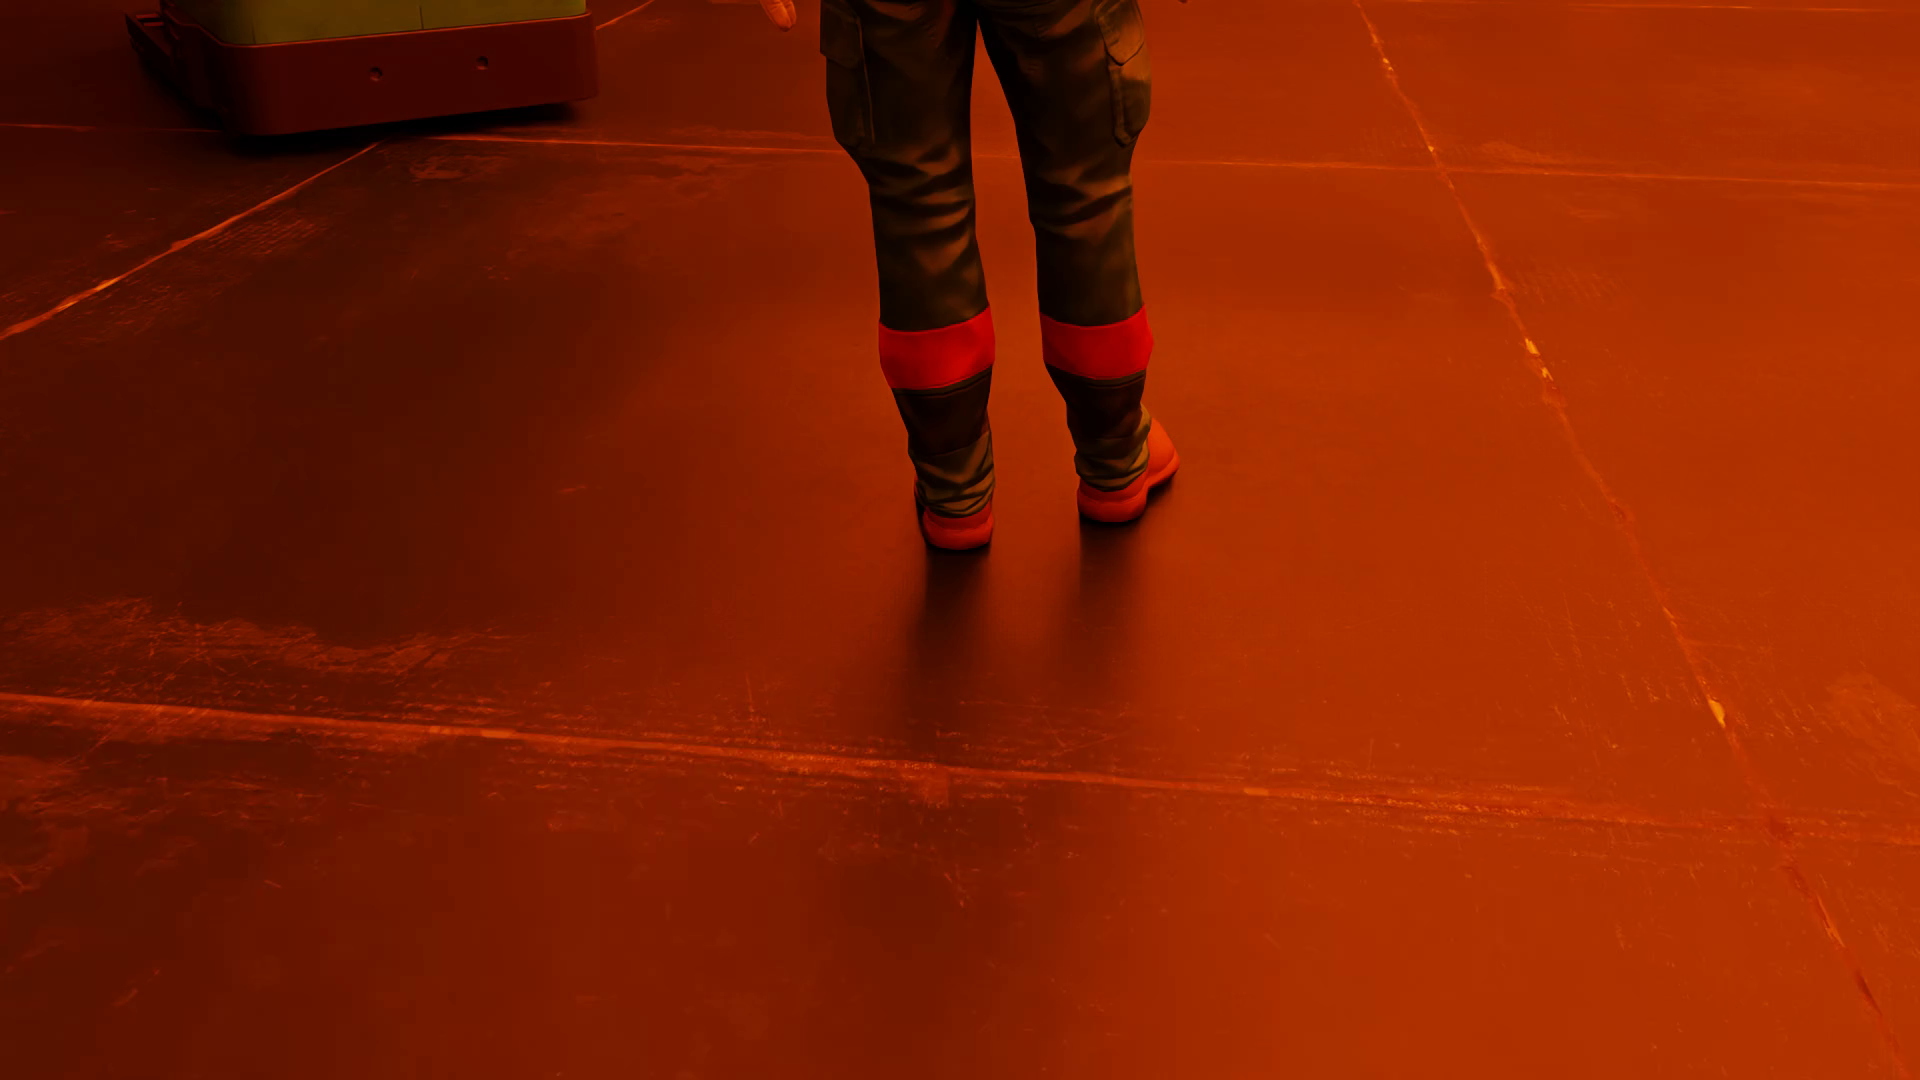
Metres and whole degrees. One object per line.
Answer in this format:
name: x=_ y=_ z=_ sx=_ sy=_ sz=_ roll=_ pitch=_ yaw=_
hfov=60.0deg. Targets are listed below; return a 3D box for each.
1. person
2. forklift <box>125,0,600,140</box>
person: x=0.023 y=-0.842 z=2.167 sx=0.637 sy=1.787 sz=0.564 roll=3 pitch=27 yaw=7
forklift: x=-2.299 y=-3.035 z=5.300 sx=1.130 sy=2.935 sz=3.031 roll=-15 pitch=30 yaw=-28
